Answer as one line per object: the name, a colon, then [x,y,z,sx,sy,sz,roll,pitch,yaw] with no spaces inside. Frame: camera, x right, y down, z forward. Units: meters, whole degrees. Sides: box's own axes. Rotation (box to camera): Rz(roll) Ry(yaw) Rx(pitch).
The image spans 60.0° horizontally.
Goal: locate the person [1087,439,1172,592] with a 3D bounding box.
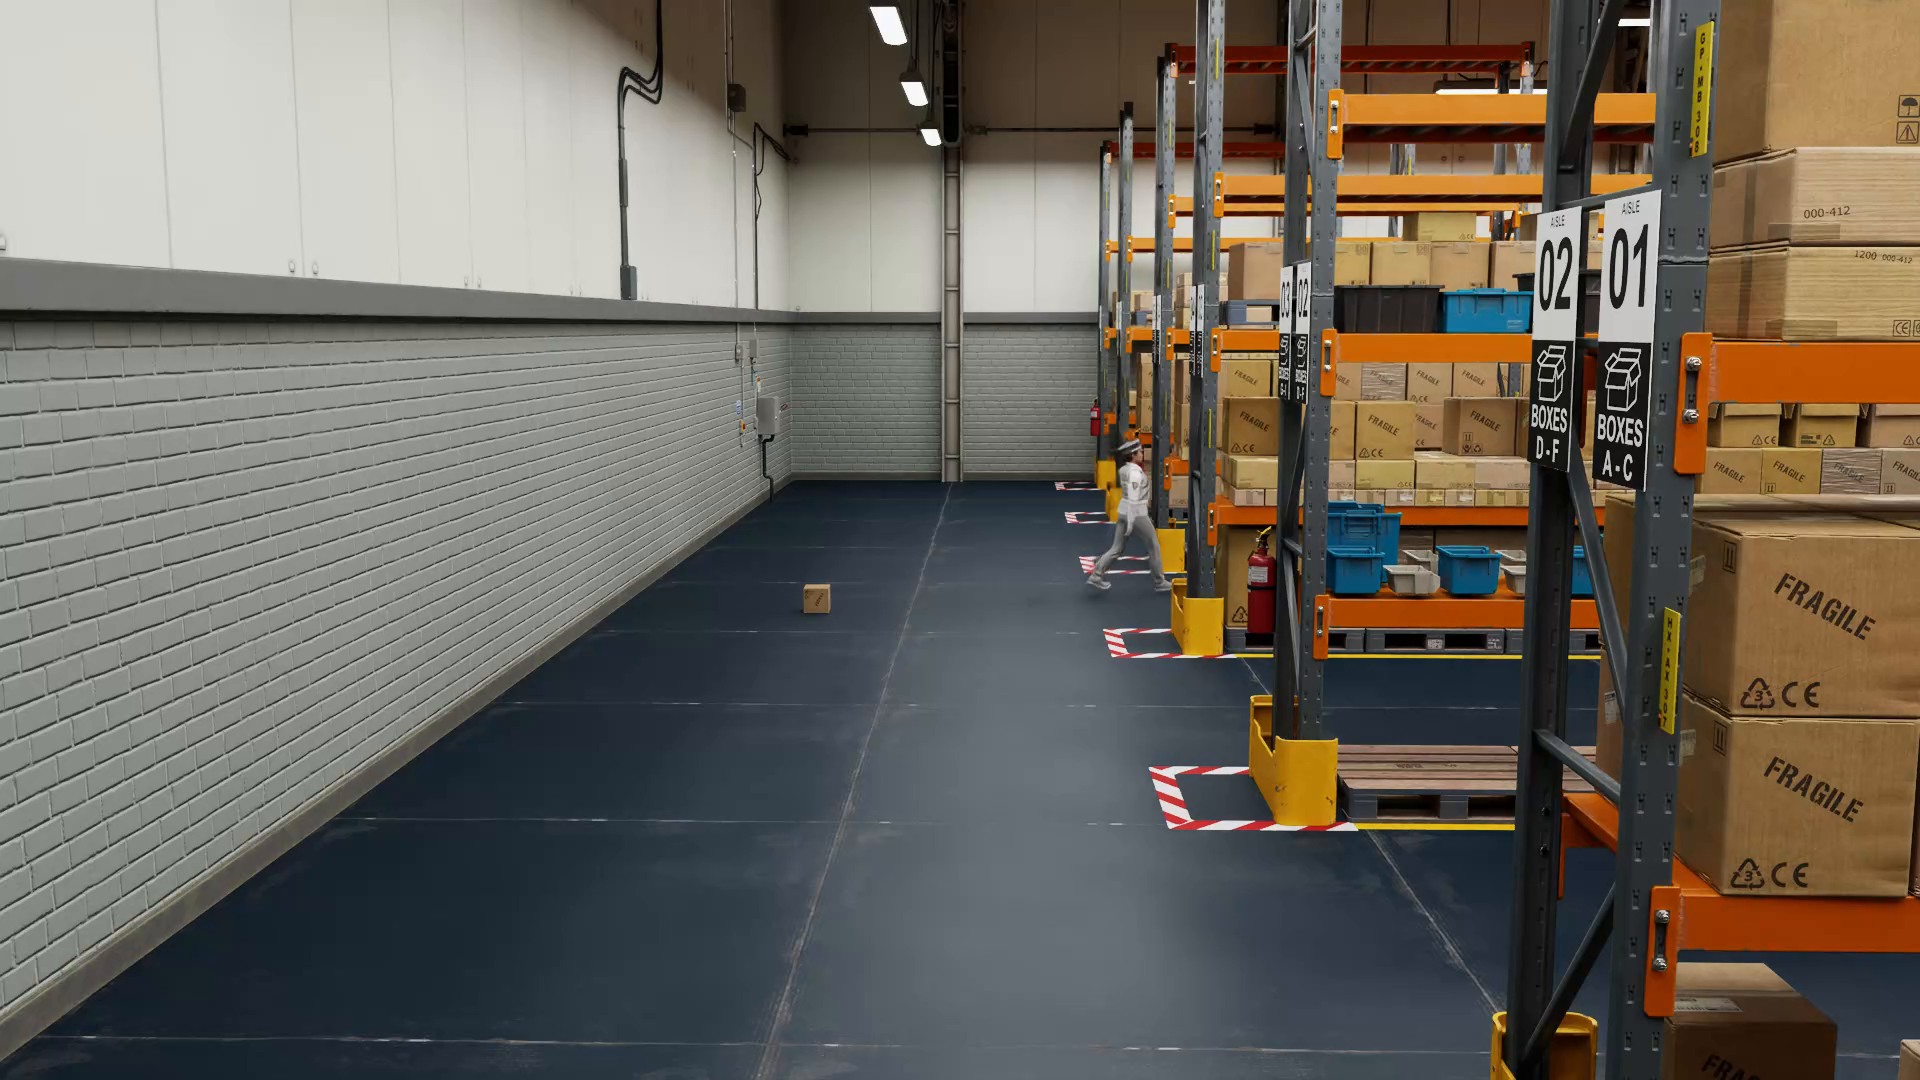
person: [1.851,-0.262,17.664,1.009,1.636,0.484,-3,8,-20]
